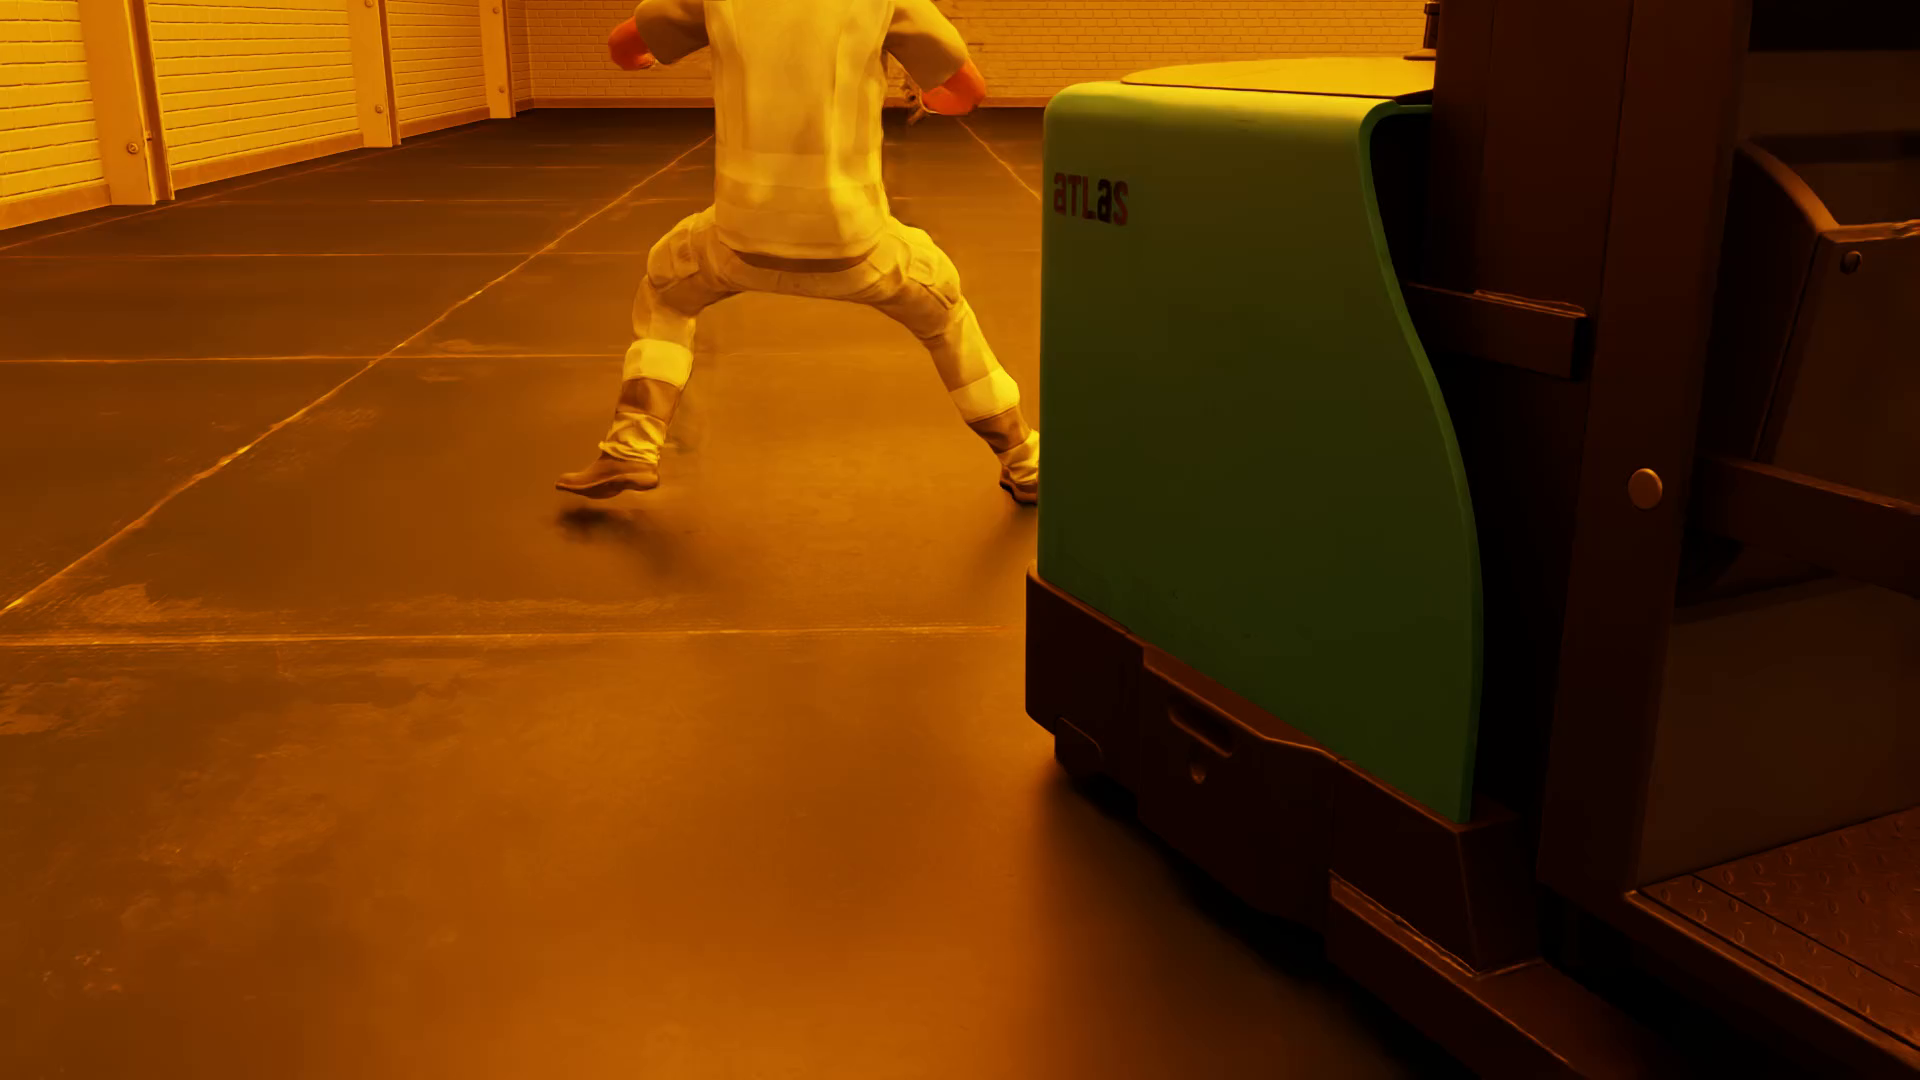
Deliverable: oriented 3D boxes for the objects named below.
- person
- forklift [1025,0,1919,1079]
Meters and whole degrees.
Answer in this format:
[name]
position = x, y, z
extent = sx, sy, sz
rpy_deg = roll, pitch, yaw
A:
[person]
position = -0.380, -0.829, 3.986
extent = 1.228, 1.547, 0.691
rpy_deg = 2, 17, 7
[forklift]
position = 1.205, -0.736, 1.314
extent = 1.130, 2.935, 3.031
rpy_deg = -8, 19, -25
